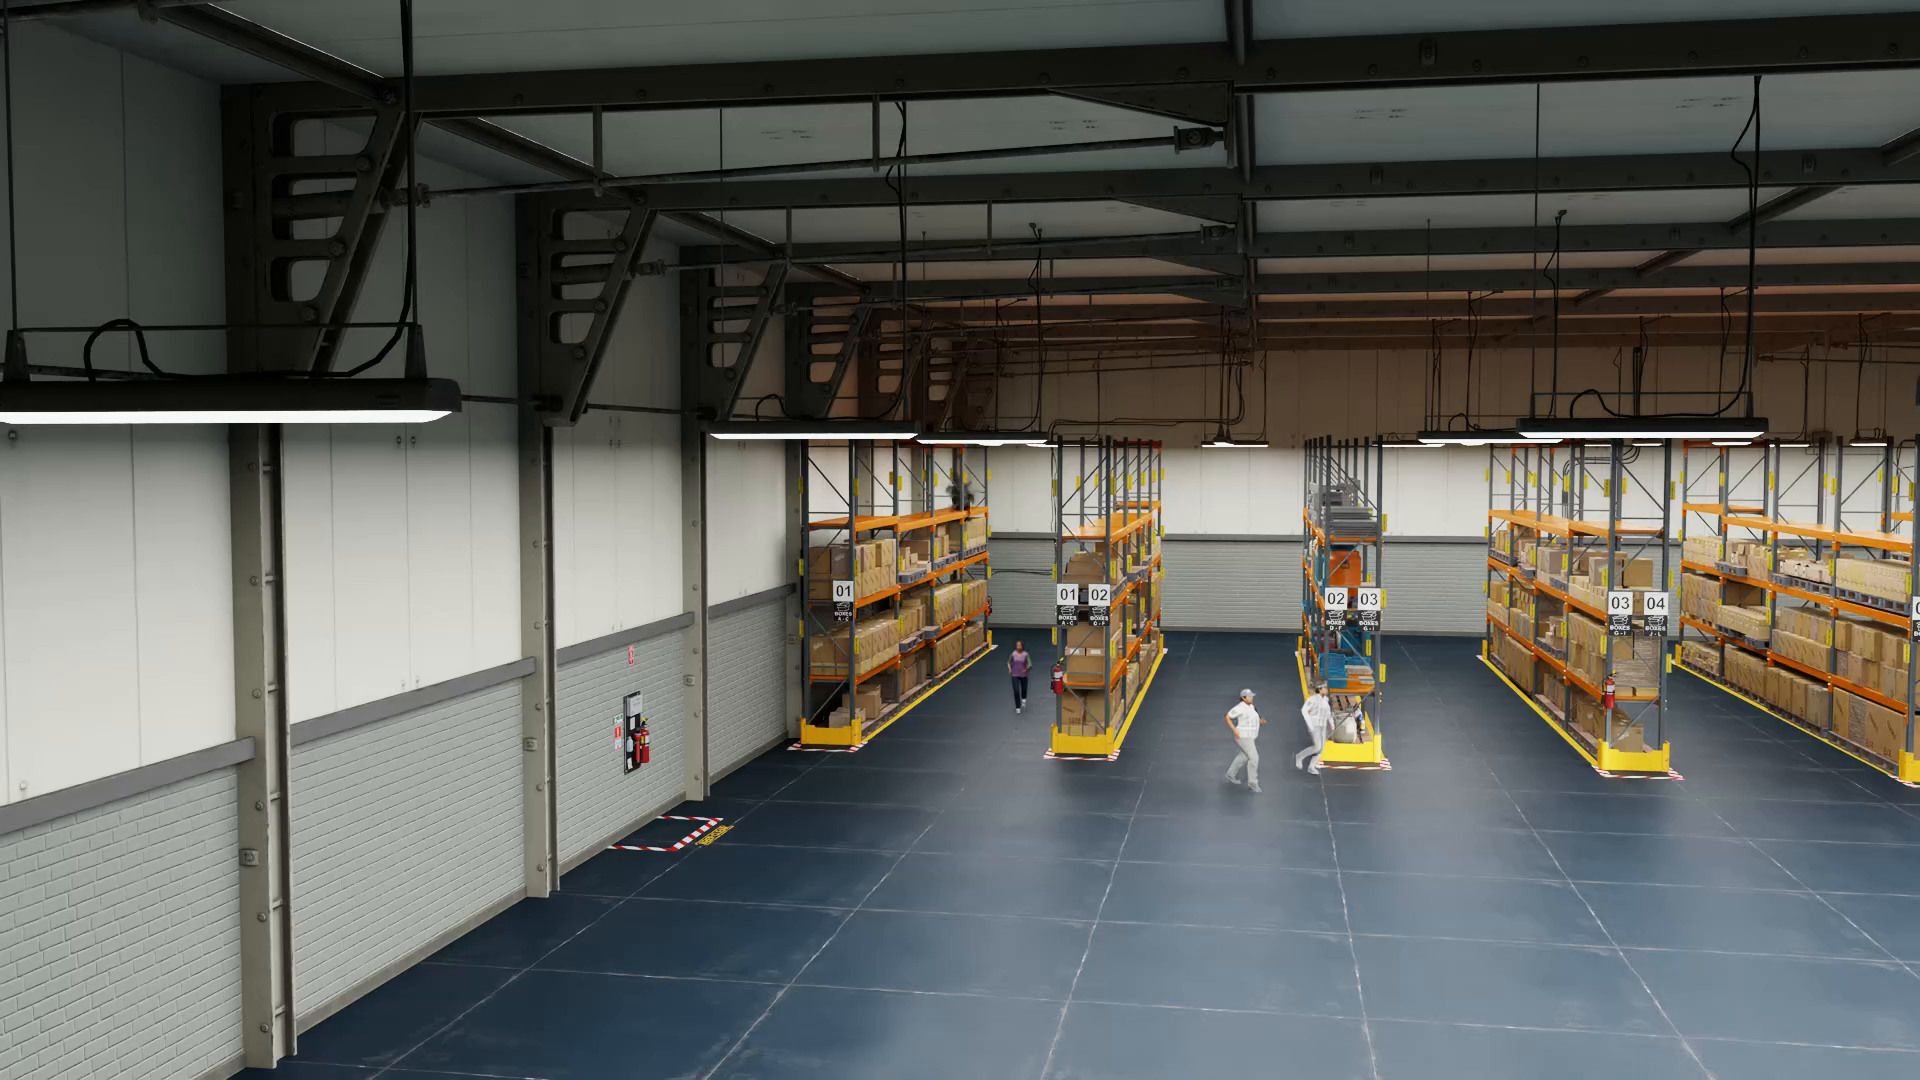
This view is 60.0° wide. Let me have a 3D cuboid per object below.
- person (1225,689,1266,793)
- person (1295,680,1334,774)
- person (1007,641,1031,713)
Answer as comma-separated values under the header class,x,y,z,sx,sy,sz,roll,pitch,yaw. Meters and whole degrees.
class,x,y,z,sx,sy,sz,roll,pitch,yaw
person,4.805,3.373,28.071,0.771,1.728,0.582,2,4,32
person,6.355,3.307,29.578,0.673,1.633,0.546,-2,4,-38
person,1.290,2.978,36.334,0.542,1.553,0.680,0,3,5
